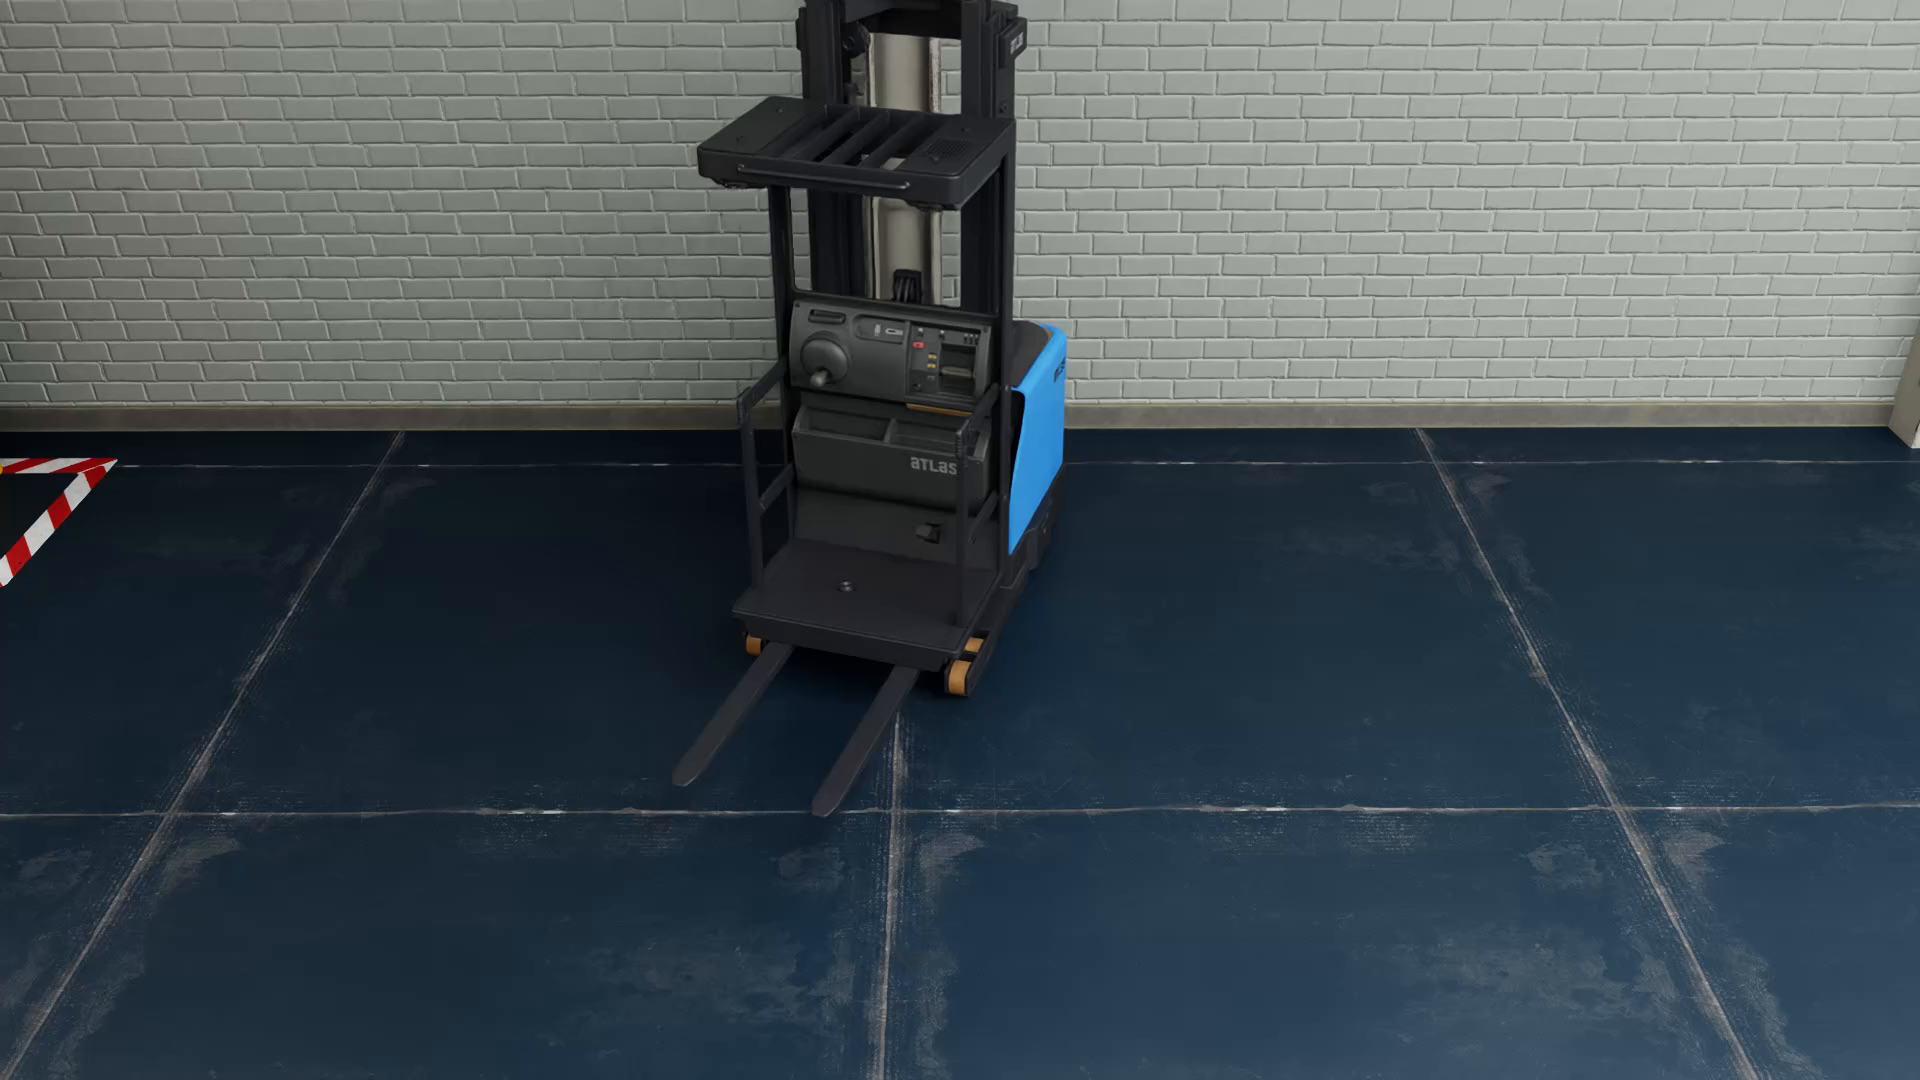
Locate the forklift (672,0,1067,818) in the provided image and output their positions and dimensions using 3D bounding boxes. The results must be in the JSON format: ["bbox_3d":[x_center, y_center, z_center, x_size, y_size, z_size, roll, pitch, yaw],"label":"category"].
[{"bbox_3d":[-0.379,-0.775,7.202,1.130,2.935,3.031,10,33,15],"label":"forklift"}]

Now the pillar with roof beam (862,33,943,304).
[{"bbox_3d":[-0.271,-2.209,3.715,0.400,9.000,9.100,0,31,0],"label":"pillar with roof beam"}]

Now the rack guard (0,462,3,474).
[{"bbox_3d":[-5.571,-0.324,8.803,0.348,0.500,1.175,0,31,0],"label":"rack guard"}]

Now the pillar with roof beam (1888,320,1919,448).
[{"bbox_3d":[5.729,-2.228,3.746,0.400,9.000,9.100,0,31,0],"label":"pillar with roof beam"}]
